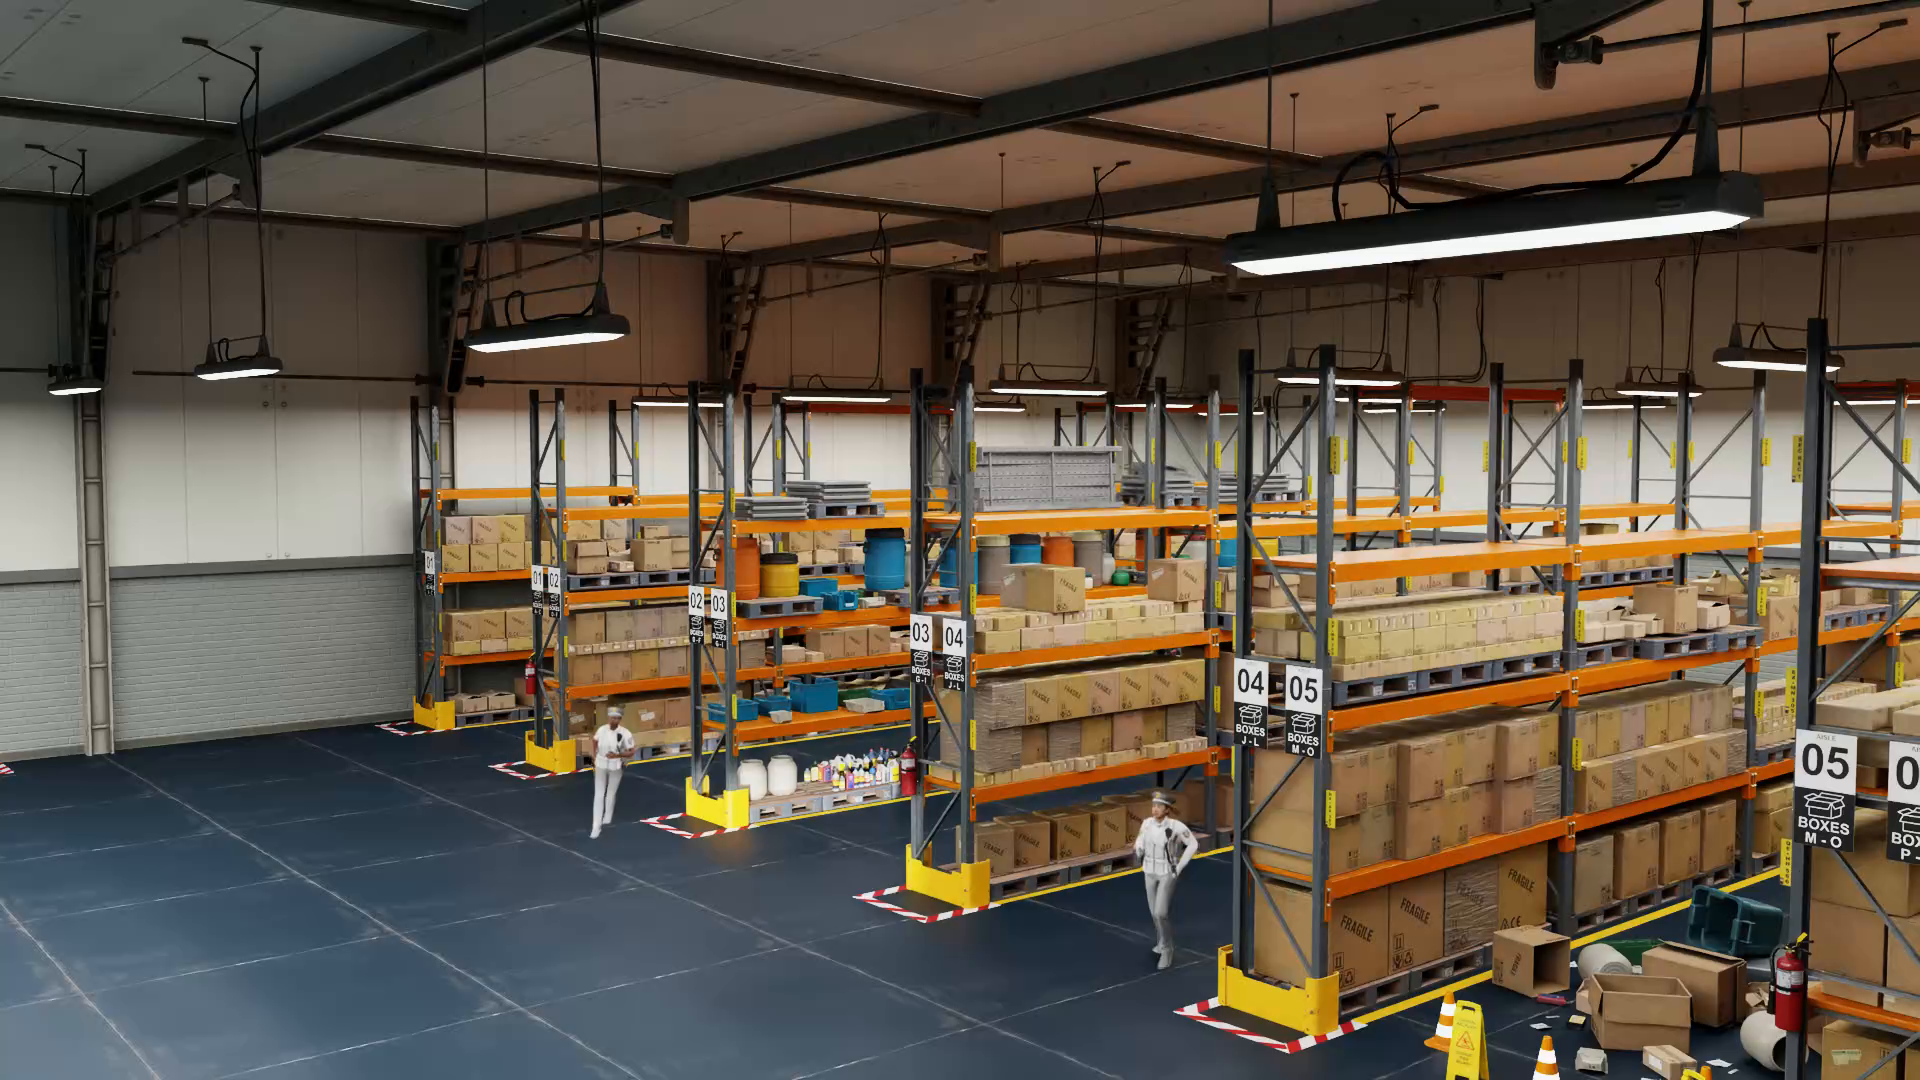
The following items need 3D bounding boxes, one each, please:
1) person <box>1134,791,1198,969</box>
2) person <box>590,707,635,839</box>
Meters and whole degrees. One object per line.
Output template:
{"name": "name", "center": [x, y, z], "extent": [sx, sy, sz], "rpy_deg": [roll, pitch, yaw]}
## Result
{"name": "person", "center": [1.986, 3.358, 16.470], "extent": [0.609, 1.766, 0.638], "rpy_deg": [3, 4, 38]}
{"name": "person", "center": [-4.599, 3.047, 22.053], "extent": [0.604, 1.710, 0.874], "rpy_deg": [0, 3, -1]}
